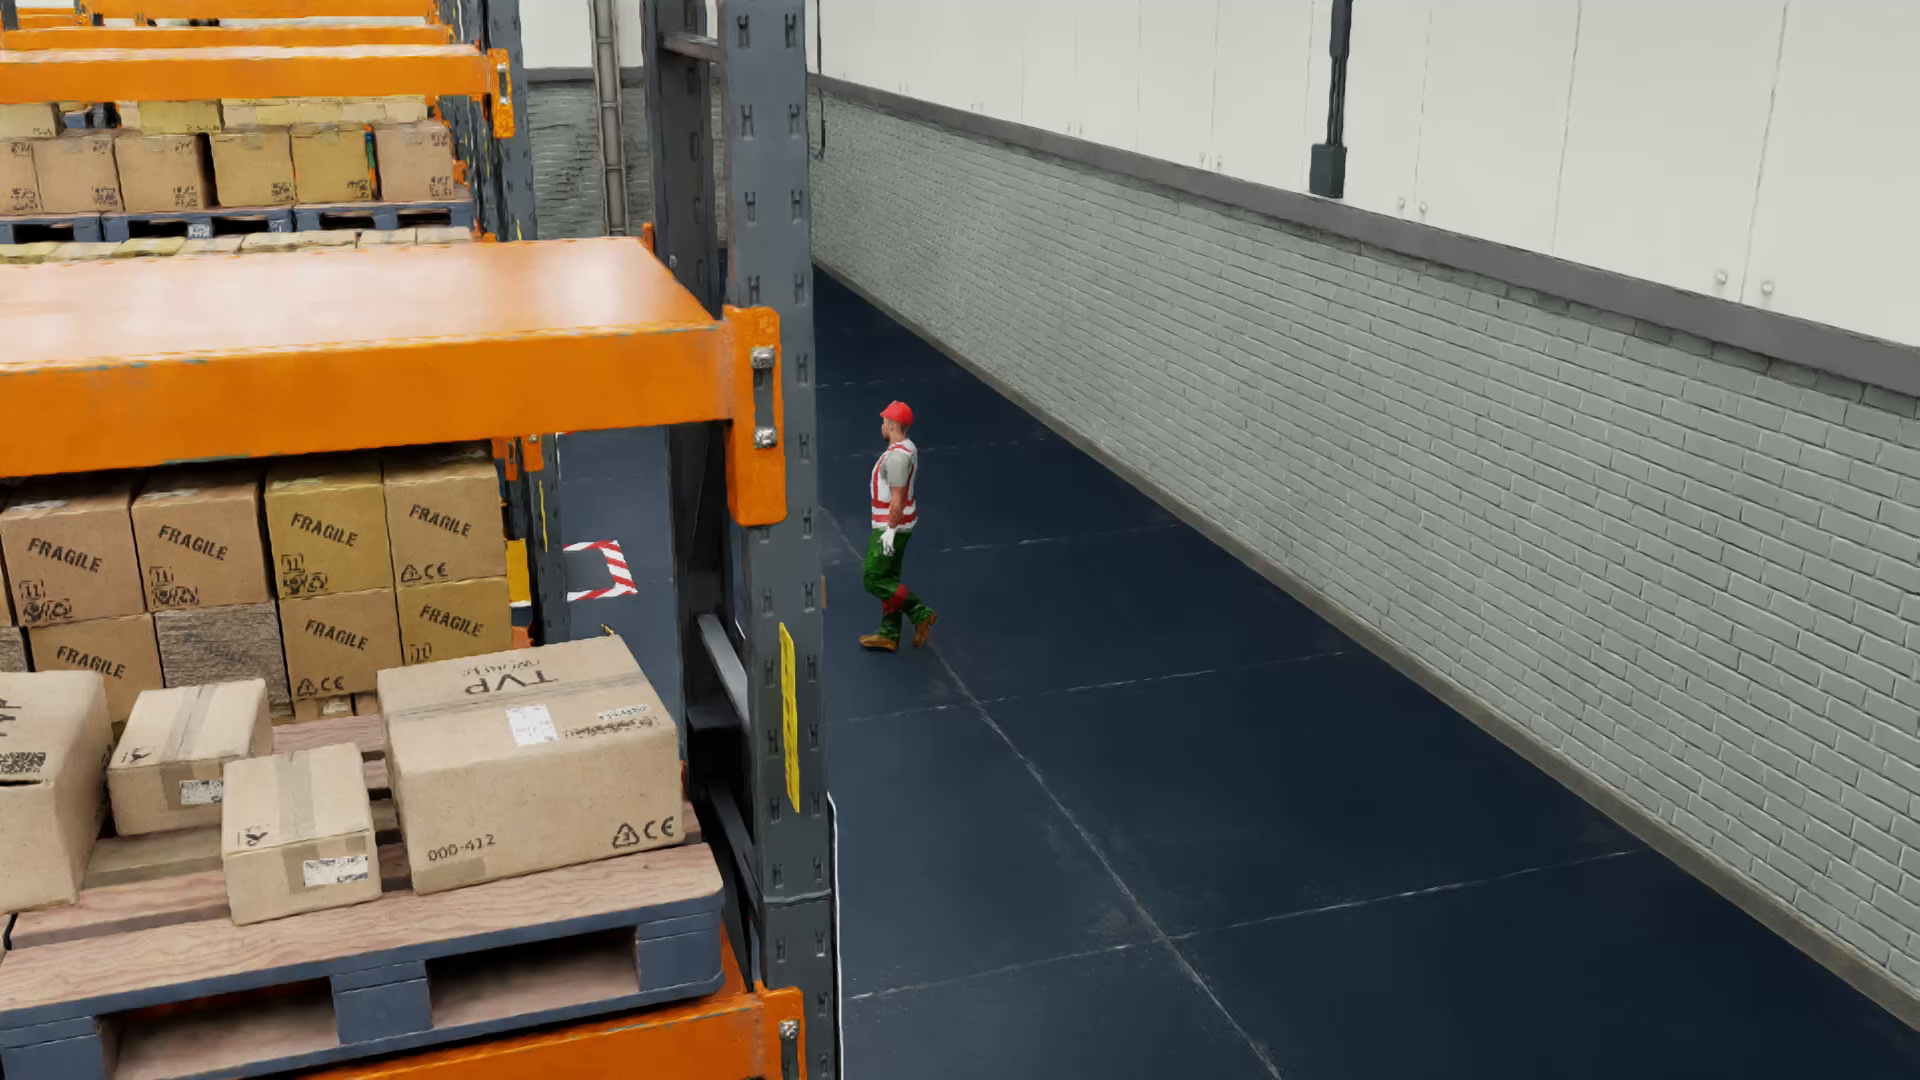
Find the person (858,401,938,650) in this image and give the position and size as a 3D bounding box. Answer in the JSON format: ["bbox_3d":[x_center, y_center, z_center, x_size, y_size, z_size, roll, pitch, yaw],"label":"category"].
[{"bbox_3d":[-0.432,-0.092,11.771,0.593,1.765,0.592,2,19,7],"label":"person"}]
